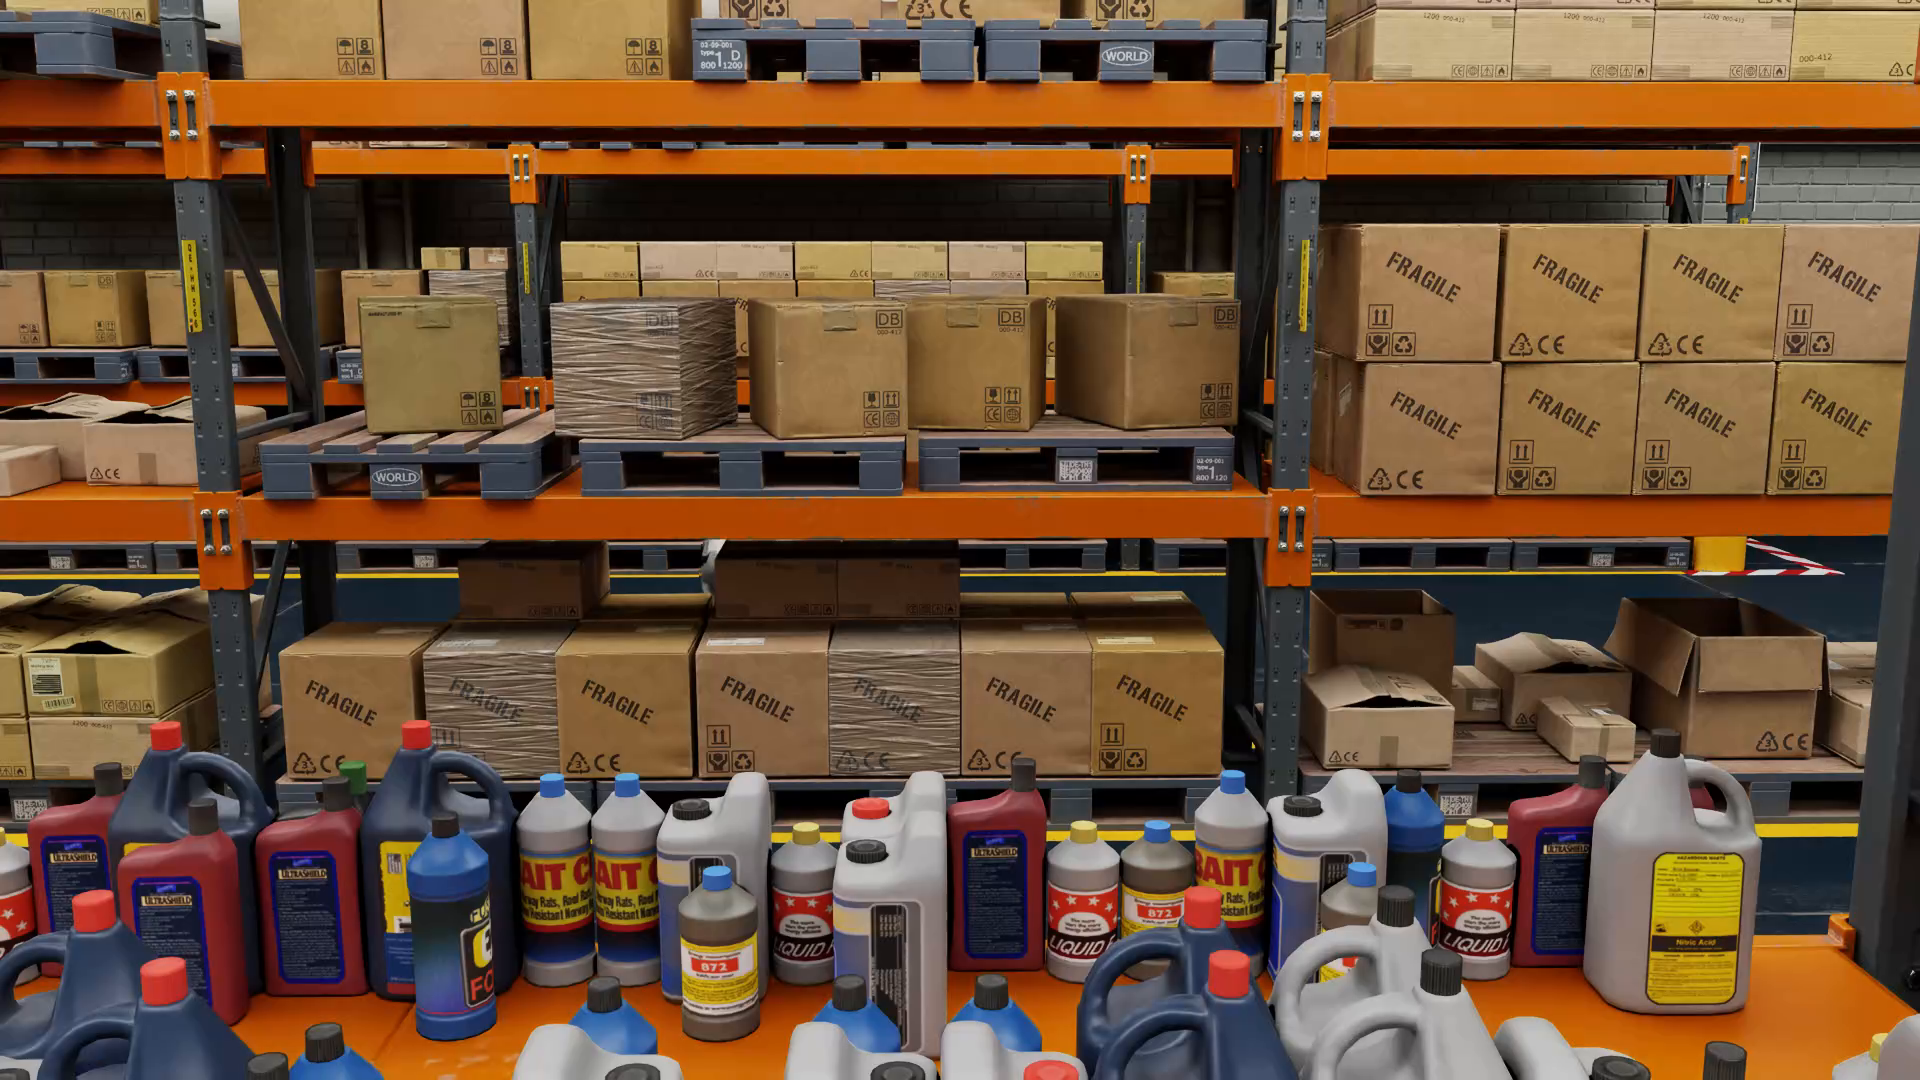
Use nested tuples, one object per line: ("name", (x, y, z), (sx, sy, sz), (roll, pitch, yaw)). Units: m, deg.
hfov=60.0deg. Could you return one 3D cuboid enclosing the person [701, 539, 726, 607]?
("person", (-1.206, 0.230, 9.205), (0.457, 0.791, 0.898), (-1, 10, -3))
